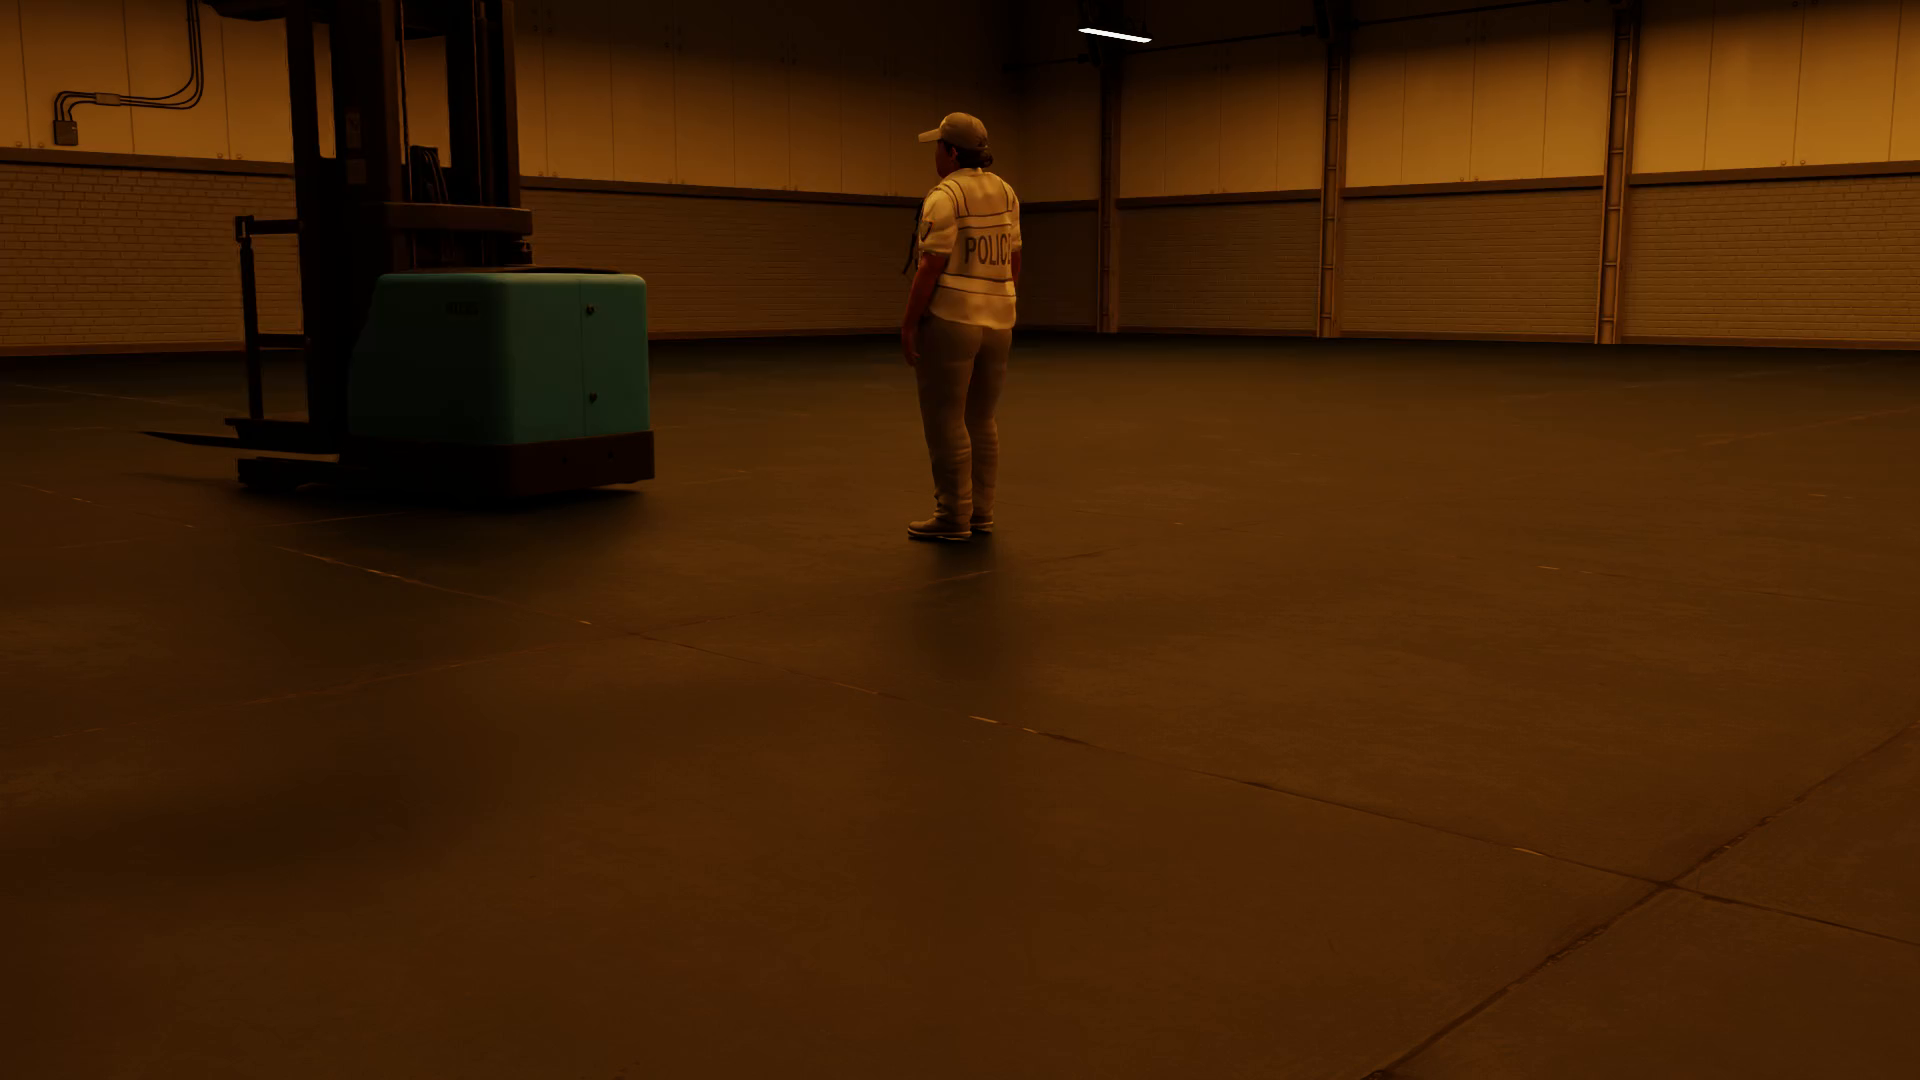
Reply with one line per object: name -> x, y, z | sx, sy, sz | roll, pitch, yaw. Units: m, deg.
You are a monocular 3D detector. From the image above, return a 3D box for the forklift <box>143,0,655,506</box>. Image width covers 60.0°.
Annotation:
forklift -> -3.045, -1.746, 8.468 | 3.031, 2.935, 1.130 | 5, 10, 32

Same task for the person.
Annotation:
person -> -0.039, -0.843, 6.661 | 0.529, 1.670, 0.598 | 8, 12, 43
